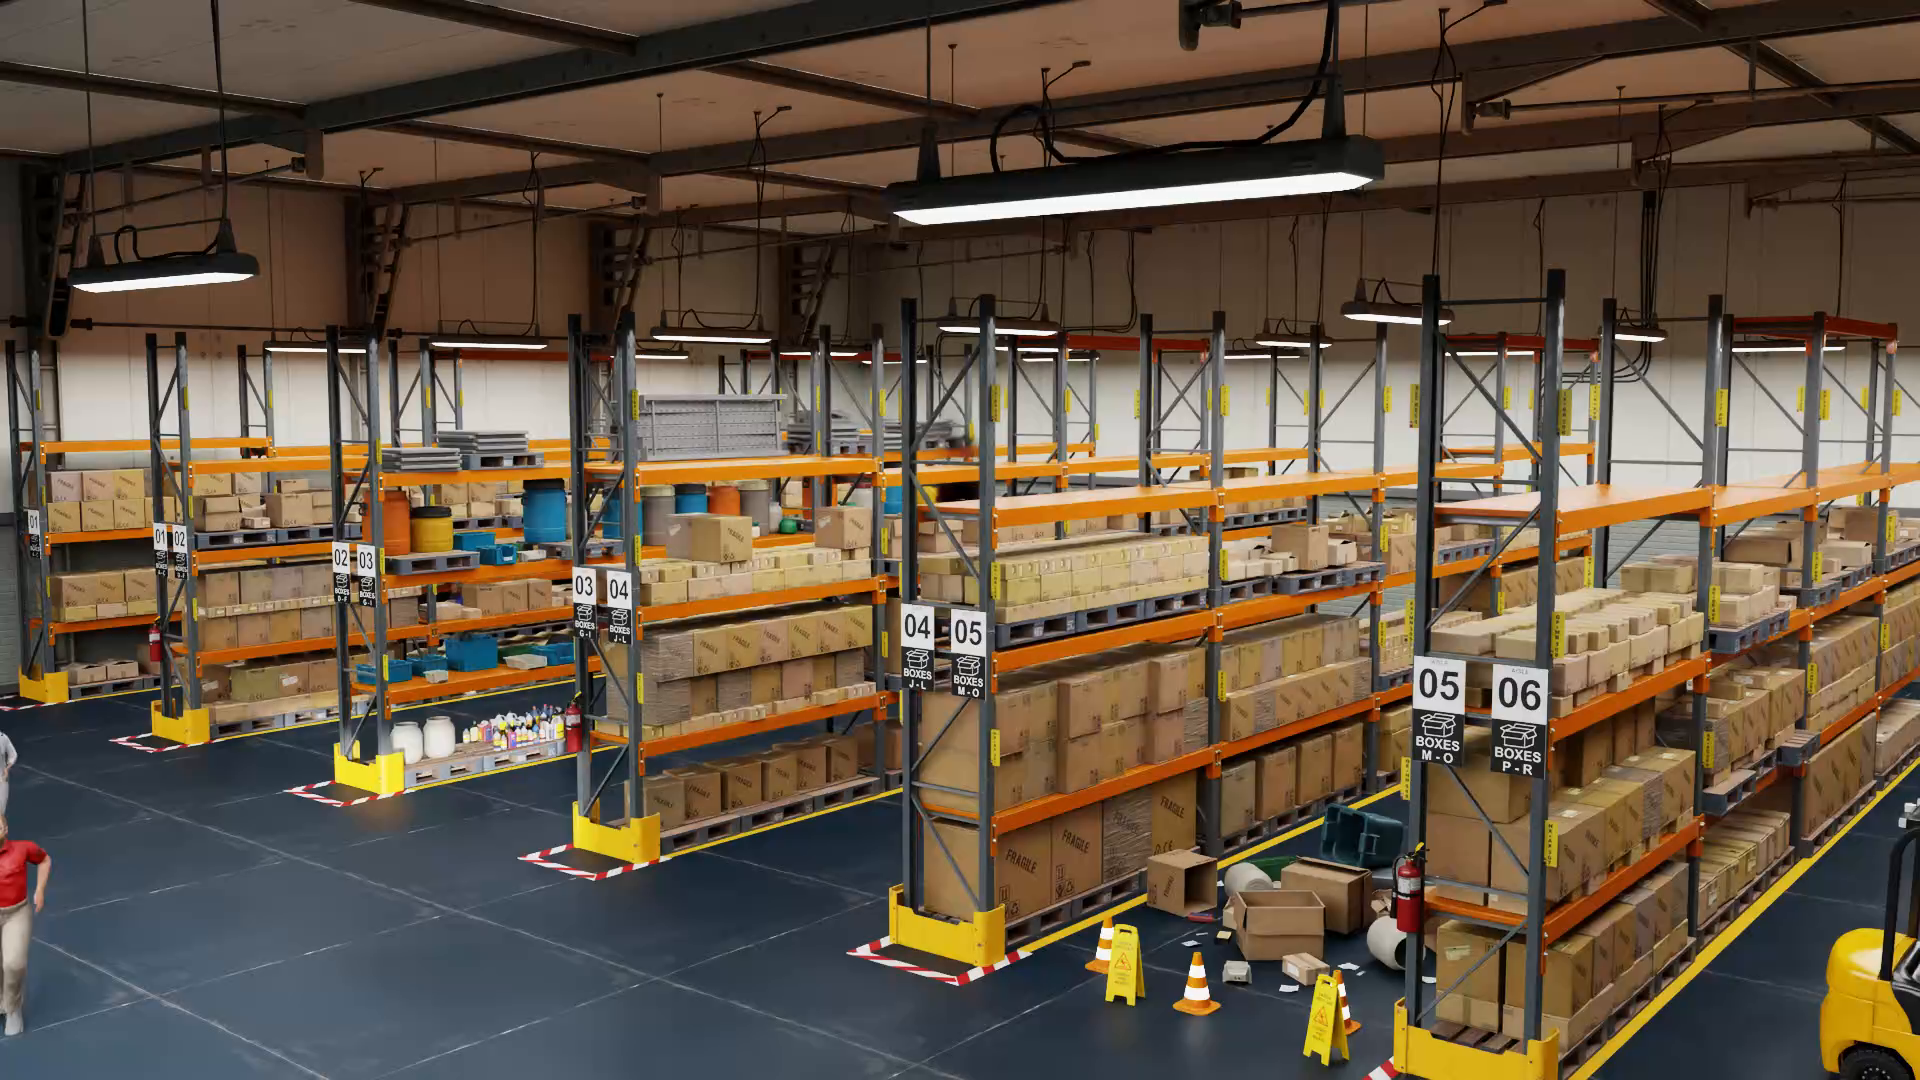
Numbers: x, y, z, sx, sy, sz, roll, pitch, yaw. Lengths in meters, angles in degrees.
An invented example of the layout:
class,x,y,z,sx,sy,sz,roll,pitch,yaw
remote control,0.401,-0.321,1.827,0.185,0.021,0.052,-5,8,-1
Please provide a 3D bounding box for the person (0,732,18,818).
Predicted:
class,x,y,z,sx,sy,sz,roll,pitch,yaw
person,-10.902,2.825,18.730,0.537,1.338,0.549,-3,6,-34

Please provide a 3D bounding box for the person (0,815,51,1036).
class,x,y,z,sx,sy,sz,roll,pitch,yaw
person,-7.786,3.026,13.506,0.660,1.606,0.732,-2,5,-17

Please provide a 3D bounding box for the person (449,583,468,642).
class,x,y,z,sx,sy,sz,roll,pitch,yaw
person,-9.185,1.673,30.459,0.572,1.581,0.697,3,6,34
